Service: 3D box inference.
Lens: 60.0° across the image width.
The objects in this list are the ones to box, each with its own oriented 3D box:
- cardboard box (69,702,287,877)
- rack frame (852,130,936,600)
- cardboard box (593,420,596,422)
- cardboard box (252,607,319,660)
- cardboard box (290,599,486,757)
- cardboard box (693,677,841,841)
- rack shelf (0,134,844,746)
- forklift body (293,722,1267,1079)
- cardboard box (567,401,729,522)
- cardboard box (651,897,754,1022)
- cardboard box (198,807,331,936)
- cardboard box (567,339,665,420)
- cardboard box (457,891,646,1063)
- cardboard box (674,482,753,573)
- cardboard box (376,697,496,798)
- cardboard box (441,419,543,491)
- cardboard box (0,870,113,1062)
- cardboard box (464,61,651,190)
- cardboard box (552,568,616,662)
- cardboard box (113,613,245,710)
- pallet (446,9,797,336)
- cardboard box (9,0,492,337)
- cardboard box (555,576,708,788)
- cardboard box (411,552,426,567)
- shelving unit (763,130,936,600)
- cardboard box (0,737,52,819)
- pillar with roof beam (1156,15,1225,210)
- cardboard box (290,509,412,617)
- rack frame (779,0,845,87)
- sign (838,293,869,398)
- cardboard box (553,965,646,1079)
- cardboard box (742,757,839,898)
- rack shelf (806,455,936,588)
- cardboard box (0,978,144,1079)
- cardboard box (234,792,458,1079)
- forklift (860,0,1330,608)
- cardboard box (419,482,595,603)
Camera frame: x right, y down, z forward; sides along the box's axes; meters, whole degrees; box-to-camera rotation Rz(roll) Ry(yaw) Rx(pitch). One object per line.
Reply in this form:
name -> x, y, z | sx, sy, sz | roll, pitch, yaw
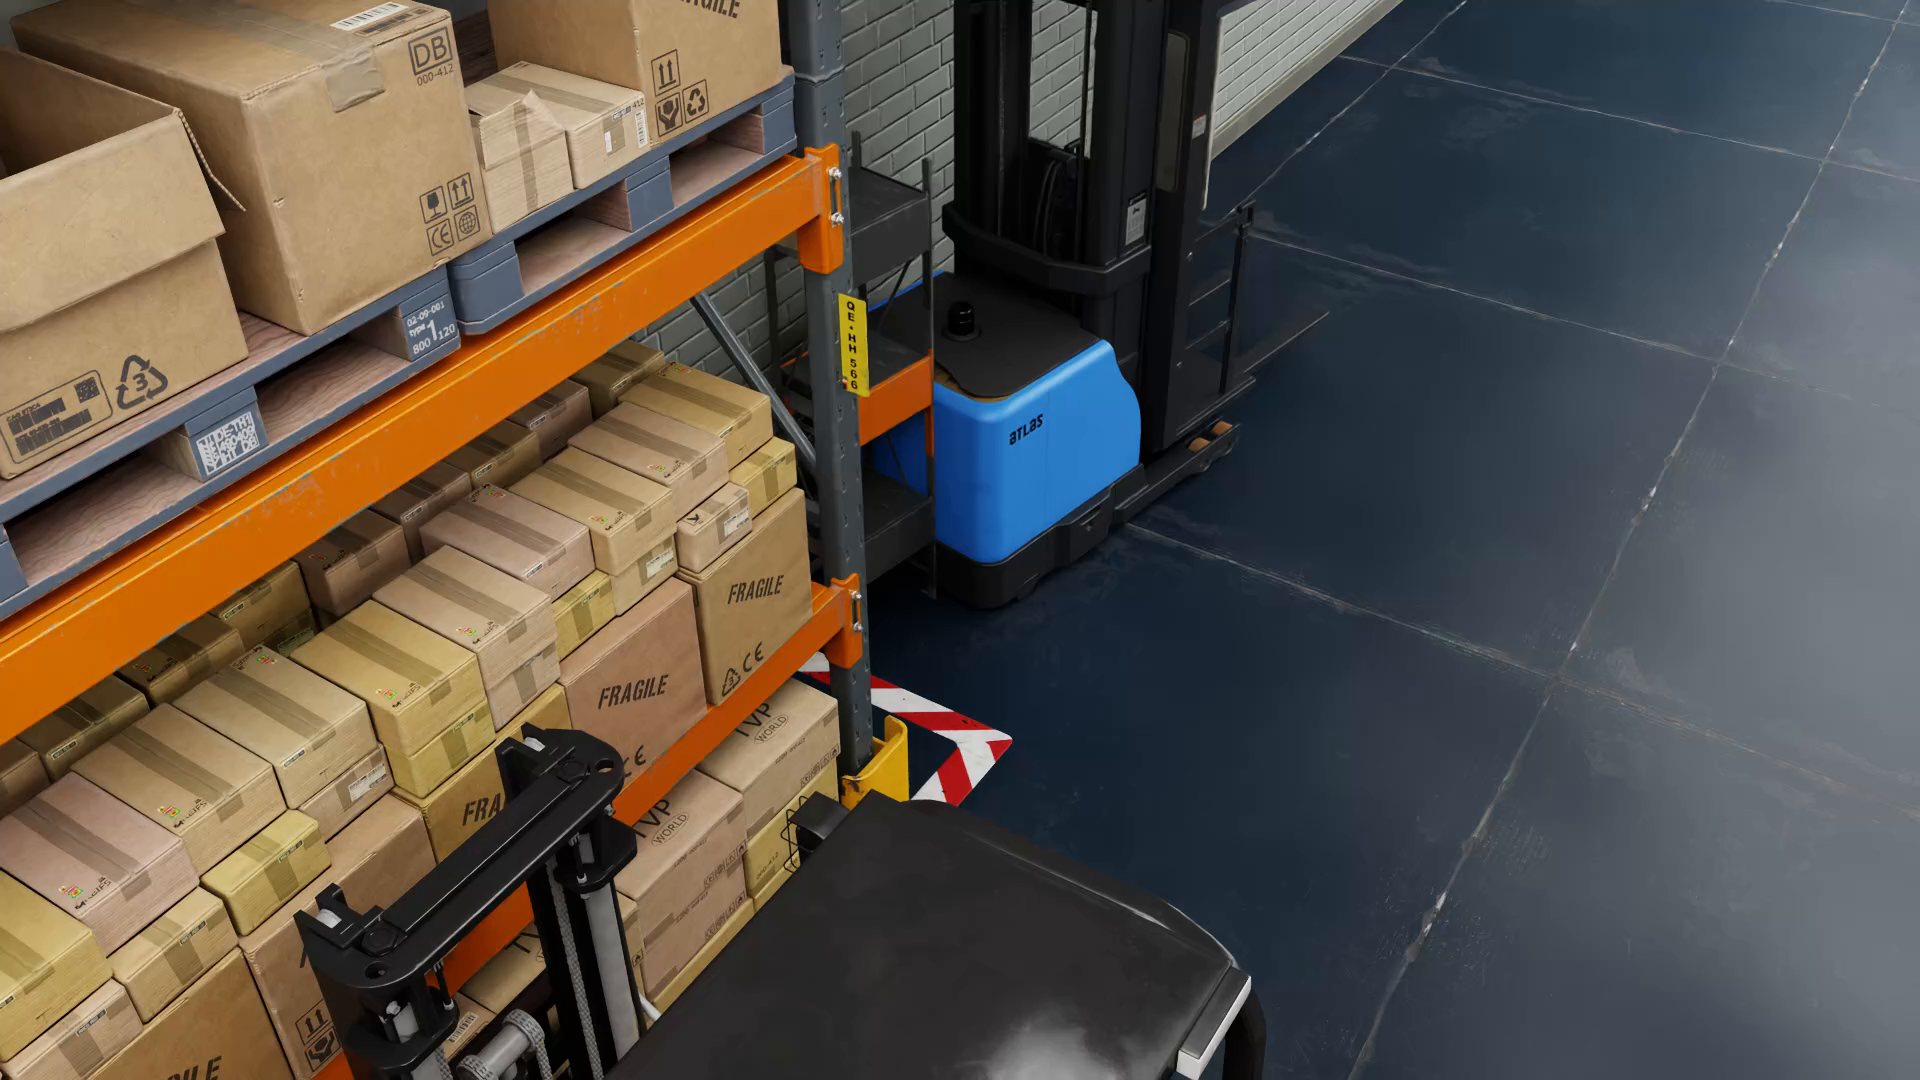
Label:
cardboard box -> -1.745, 0.554, 3.718 | 0.380, 0.149, 0.250 | 21, 42, 25
rack frame -> -0.259, -0.649, 6.872 | 0.400, 2.100, 0.015 | 29, 46, 32
cardboard box -> -1.166, -0.409, 5.210 | 0.380, 0.149, 0.250 | 20, 42, 24
cardboard box -> -1.915, 0.231, 4.381 | 0.380, 0.149, 0.250 | 23, 43, 27
cardboard box -> -1.378, 0.328, 4.011 | 0.380, 0.149, 0.250 | 22, 43, 26
cardboard box -> -0.748, 0.664, 5.521 | 0.500, 0.250, 0.500 | 23, 43, 27
rack shelf -> -1.837, -0.074, 3.522 | 1.077, 0.370, 4.000 | 21, 42, 25
forklift body -> -0.241, 1.708, 3.773 | 2.313, 2.155, 1.214 | 21, 42, 25
cardboard box -> -0.885, -0.226, 4.729 | 0.380, 0.149, 0.250 | 21, 42, 25
cardboard box -> -1.024, 1.319, 5.490 | 0.500, 0.250, 0.500 | 21, 42, 25
cardboard box -> -1.670, 0.694, 3.779 | 0.380, 0.149, 0.250 | 20, 42, 24
cardboard box -> -1.125, -0.513, 5.102 | 0.380, 0.149, 0.250 | 20, 42, 24
cardboard box -> -1.279, 1.192, 4.836 | 0.500, 0.250, 0.500 | 22, 43, 26
cardboard box -> -0.826, -0.087, 4.793 | 0.380, 0.149, 0.250 | 22, 43, 26
cardboard box -> -1.381, 0.441, 4.108 | 0.380, 0.149, 0.250 | 21, 43, 25
cardboard box -> -1.424, -0.249, 4.759 | 0.380, 0.149, 0.250 | 22, 43, 26
cardboard box -> -1.953, 0.838, 3.350 | 0.380, 0.149, 0.250 | 21, 42, 24
cardboard box -> -0.953, -0.970, 3.875 | 0.380, 0.149, 0.250 | 20, 42, 24
cardboard box -> -1.159, 0.151, 4.484 | 0.380, 0.149, 0.250 | 21, 42, 25
cardboard box -> -1.978, 0.275, 4.080 | 0.380, 0.149, 0.250 | 21, 42, 25
pallet -> -1.166, -0.999, 4.205 | 1.003, 0.211, 1.213 | 21, 42, 25
cardboard box -> -1.430, -0.833, 3.409 | 0.700, 0.500, 0.500 | 21, 43, 25
cardboard box -> -1.093, 0.362, 4.742 | 0.500, 0.500, 0.500 | 23, 43, 26
cardboard box -> -1.580, -0.014, 4.698 | 0.380, 0.149, 0.250 | 20, 42, 24
shelving unit -> -0.422, -0.538, 6.728 | 0.431, 2.100, 0.503 | 29, 46, 32
cardboard box -> -2.279, 0.532, 3.746 | 0.380, 0.149, 0.250 | 21, 42, 25
pillar with roof beam -> 4.950, -4.199, 5.827 | 9.100, 9.000, 0.400 | 21, 42, 25
cardboard box -> -1.689, 0.018, 4.413 | 0.380, 0.149, 0.250 | 23, 43, 26
rack frame -> -0.765, -2.578, 3.724 | 1.000, 3.000, 0.127 | 21, 42, 25
sign -> -0.314, -0.570, 4.890 | 0.100, 0.325, 0.005 | 21, 42, 25
cardboard box -> -1.298, 1.403, 4.971 | 0.500, 0.250, 0.500 | 20, 42, 24
cardboard box -> -0.762, 0.875, 5.656 | 0.500, 0.250, 0.500 | 21, 42, 25
rack shelf -> -0.422, 0.028, 7.163 | 0.431, 0.518, 0.480 | 29, 46, 32
cardboard box -> -1.925, 0.970, 3.422 | 0.380, 0.149, 0.250 | 21, 42, 25
cardboard box -> -1.627, 0.889, 4.058 | 0.500, 0.500, 0.500 | 21, 43, 25
forklift -> 0.748, -1.681, 7.530 | 1.130, 2.935, 3.031 | 29, 46, 32
cardboard box -> -1.198, 0.022, 4.408 | 0.380, 0.149, 0.250 | 21, 43, 25
